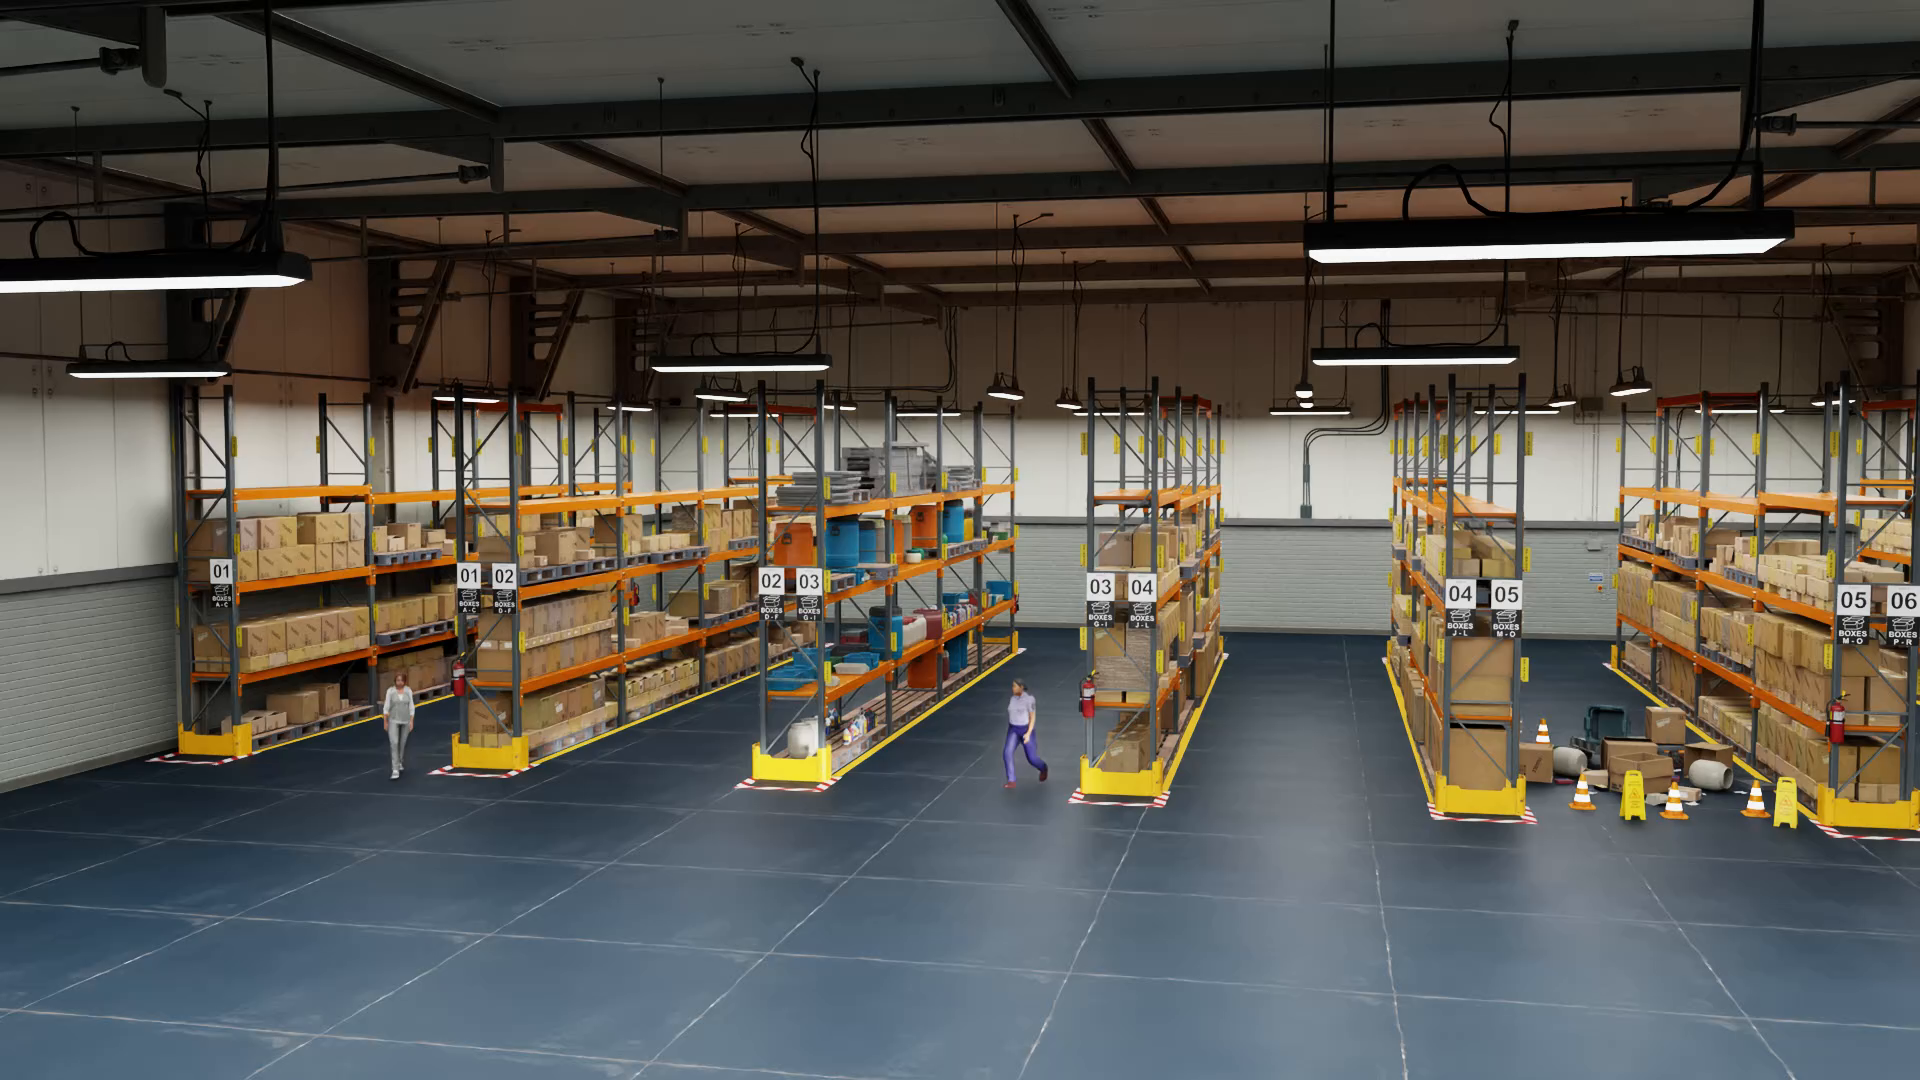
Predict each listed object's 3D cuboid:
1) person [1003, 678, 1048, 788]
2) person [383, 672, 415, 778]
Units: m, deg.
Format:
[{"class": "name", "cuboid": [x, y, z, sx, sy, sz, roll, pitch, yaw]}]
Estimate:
[{"class": "person", "cuboid": [0.922, 2.829, 24.522, 0.480, 1.574, 0.905, 2, 4, 34]}, {"class": "person", "cuboid": [-8.546, 2.783, 25.337, 0.451, 1.553, 0.872, -2, 4, -35]}]
